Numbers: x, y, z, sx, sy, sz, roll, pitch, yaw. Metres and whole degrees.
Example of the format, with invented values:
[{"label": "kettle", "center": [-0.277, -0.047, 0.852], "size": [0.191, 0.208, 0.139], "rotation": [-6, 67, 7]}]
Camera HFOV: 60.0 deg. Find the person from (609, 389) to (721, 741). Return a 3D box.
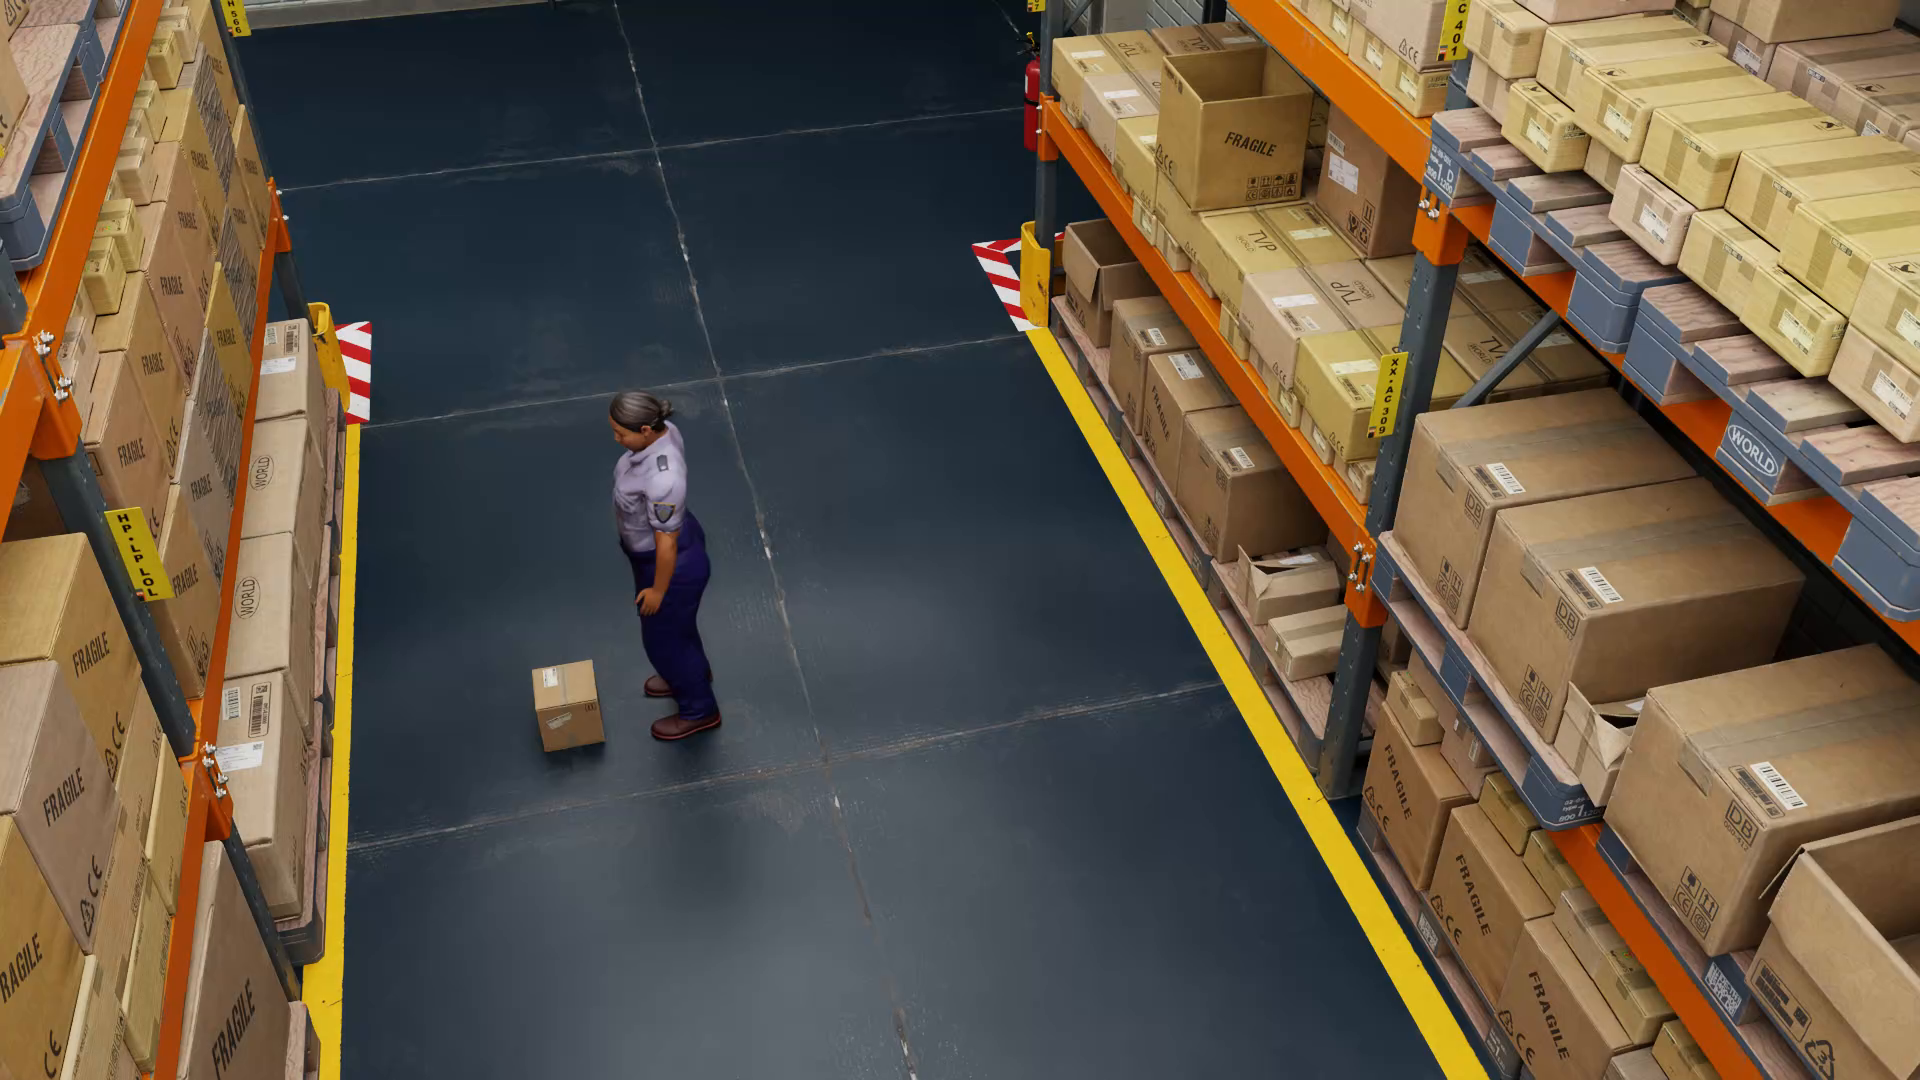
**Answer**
[{"label": "person", "center": [-1.171, 0.091, 6.625], "size": [0.338, 1.639, 0.476], "rotation": [-9, 39, -11]}]
